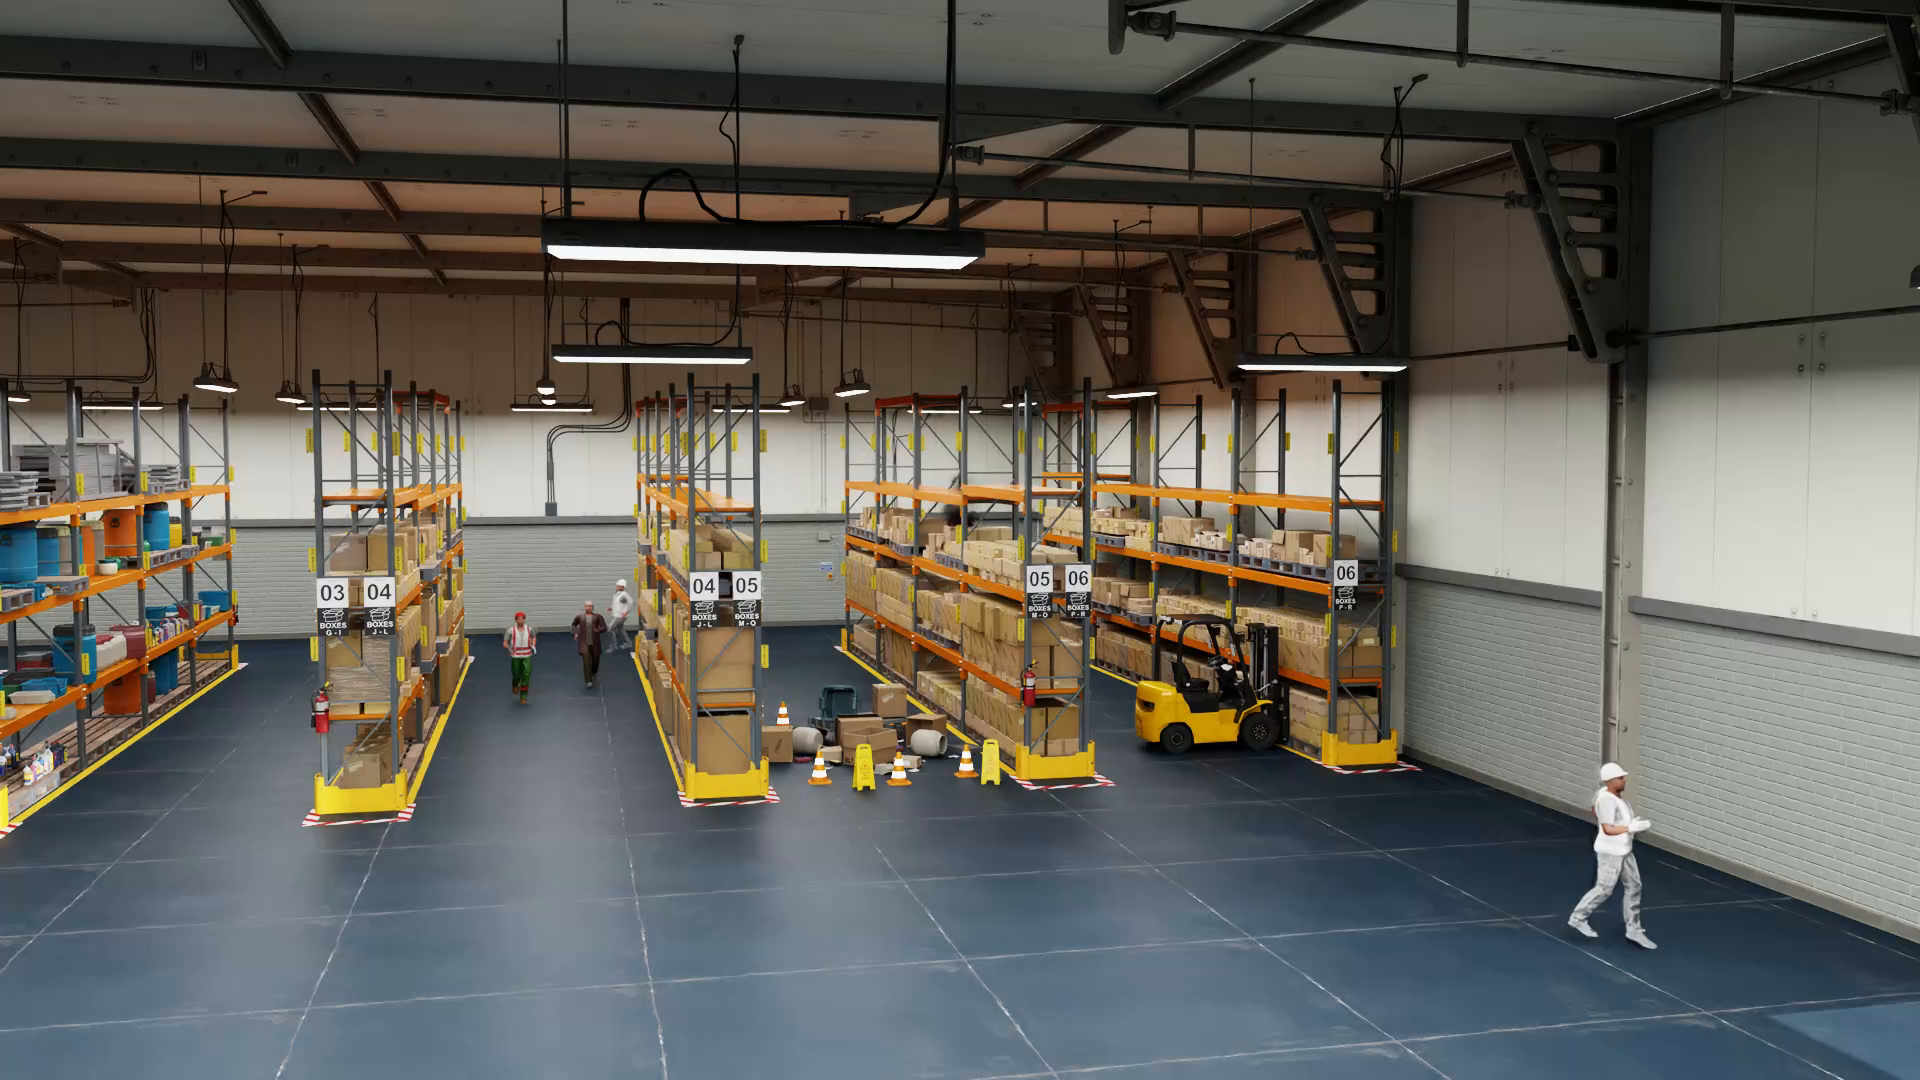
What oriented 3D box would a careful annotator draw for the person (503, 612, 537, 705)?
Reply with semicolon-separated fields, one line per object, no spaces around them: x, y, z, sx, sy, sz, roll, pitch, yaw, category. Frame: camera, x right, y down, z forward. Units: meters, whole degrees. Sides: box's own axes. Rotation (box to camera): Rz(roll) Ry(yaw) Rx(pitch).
-8.469;2.265;32.090;0.655;1.769;0.888;-1;4;-23;person

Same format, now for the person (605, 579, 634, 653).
-8.160;1.836;39.928;0.690;1.789;0.723;-2;4;-27;person

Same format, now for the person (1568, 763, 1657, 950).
6.512;3.133;16.573;0.824;1.823;0.664;2;4;36;person

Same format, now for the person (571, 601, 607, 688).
-7.637;2.131;34.264;0.716;1.755;1.021;-1;3;-15;person
